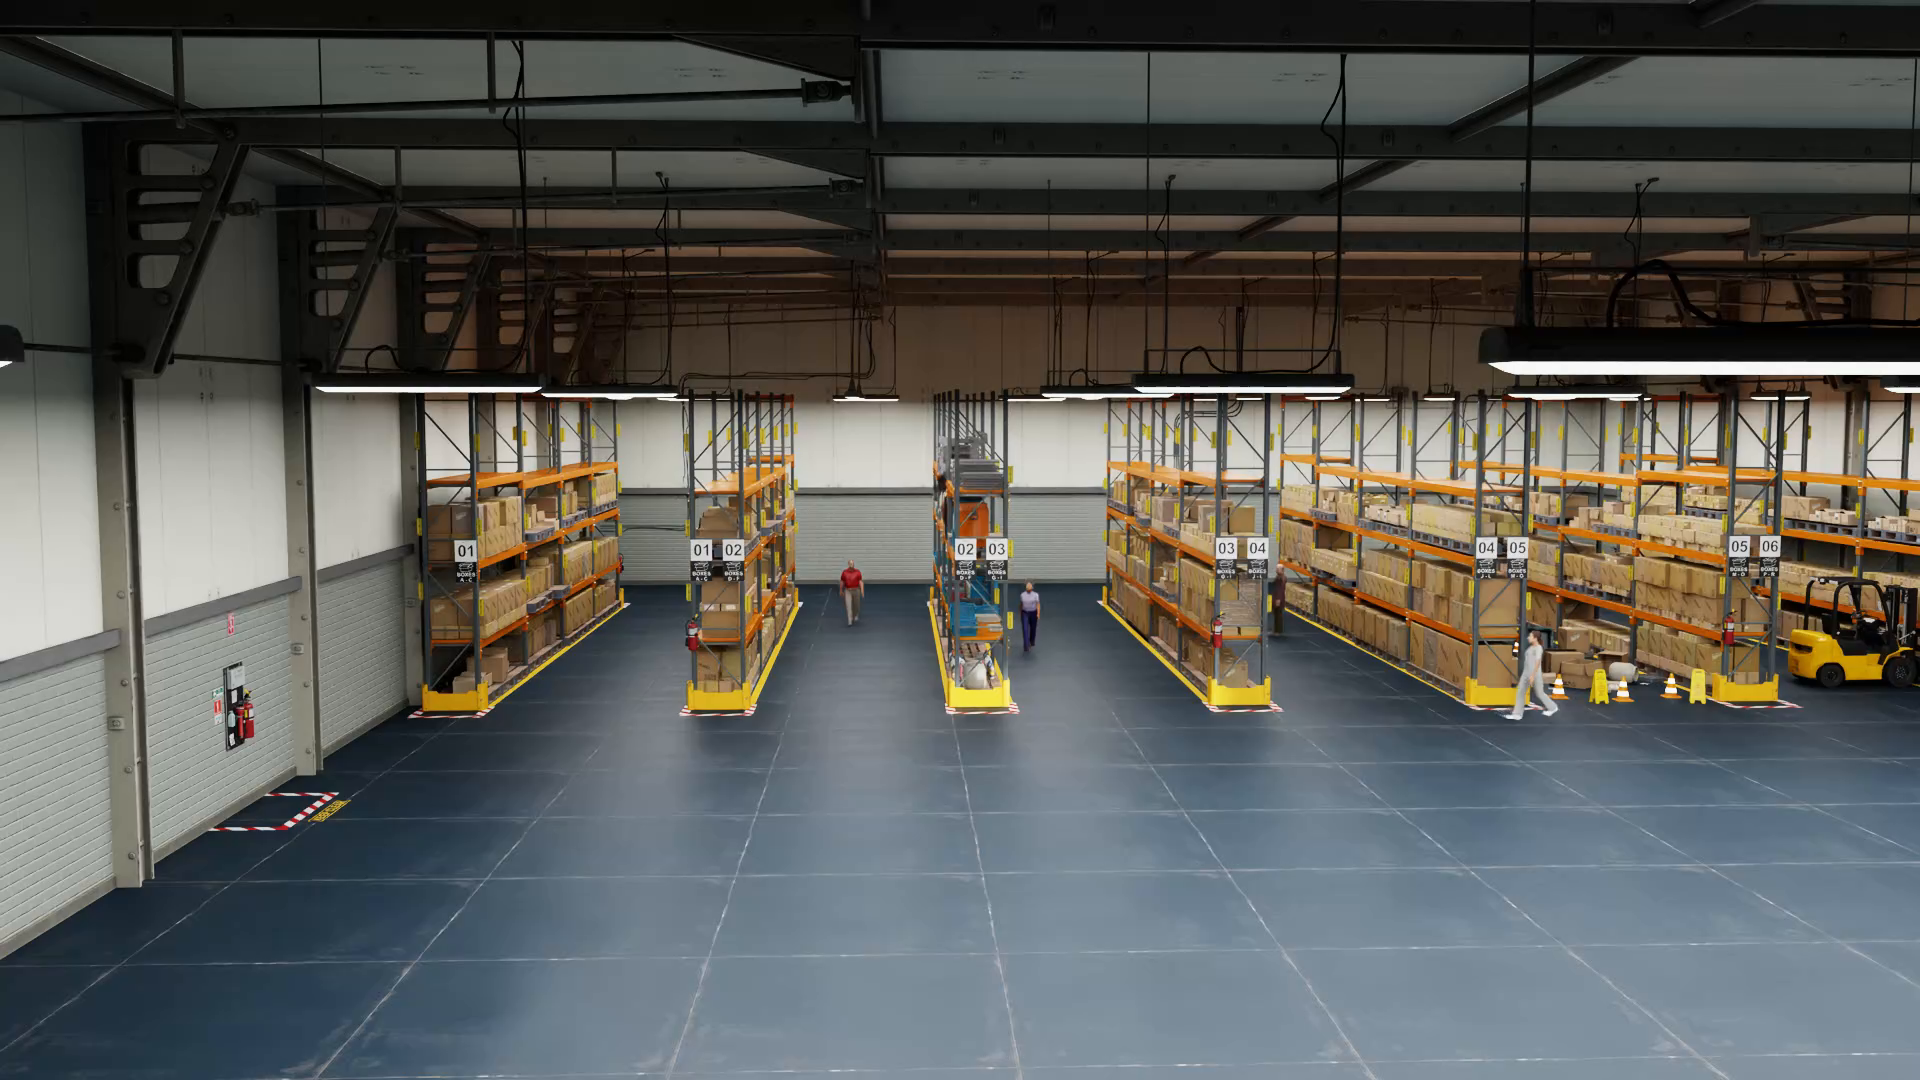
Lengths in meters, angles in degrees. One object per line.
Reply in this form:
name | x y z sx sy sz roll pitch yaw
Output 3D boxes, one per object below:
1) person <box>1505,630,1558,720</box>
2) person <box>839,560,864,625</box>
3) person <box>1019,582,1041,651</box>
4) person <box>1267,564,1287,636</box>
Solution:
person | 10.403 2.449 30.132 0.983 1.637 0.426 -2 5 -25
person | -2.825 1.357 43.293 0.643 1.676 1.071 0 5 -6
person | 1.625 1.771 38.757 0.490 1.579 0.976 0 5 -3
person | 7.832 1.484 41.157 0.433 1.782 0.606 0 5 4
